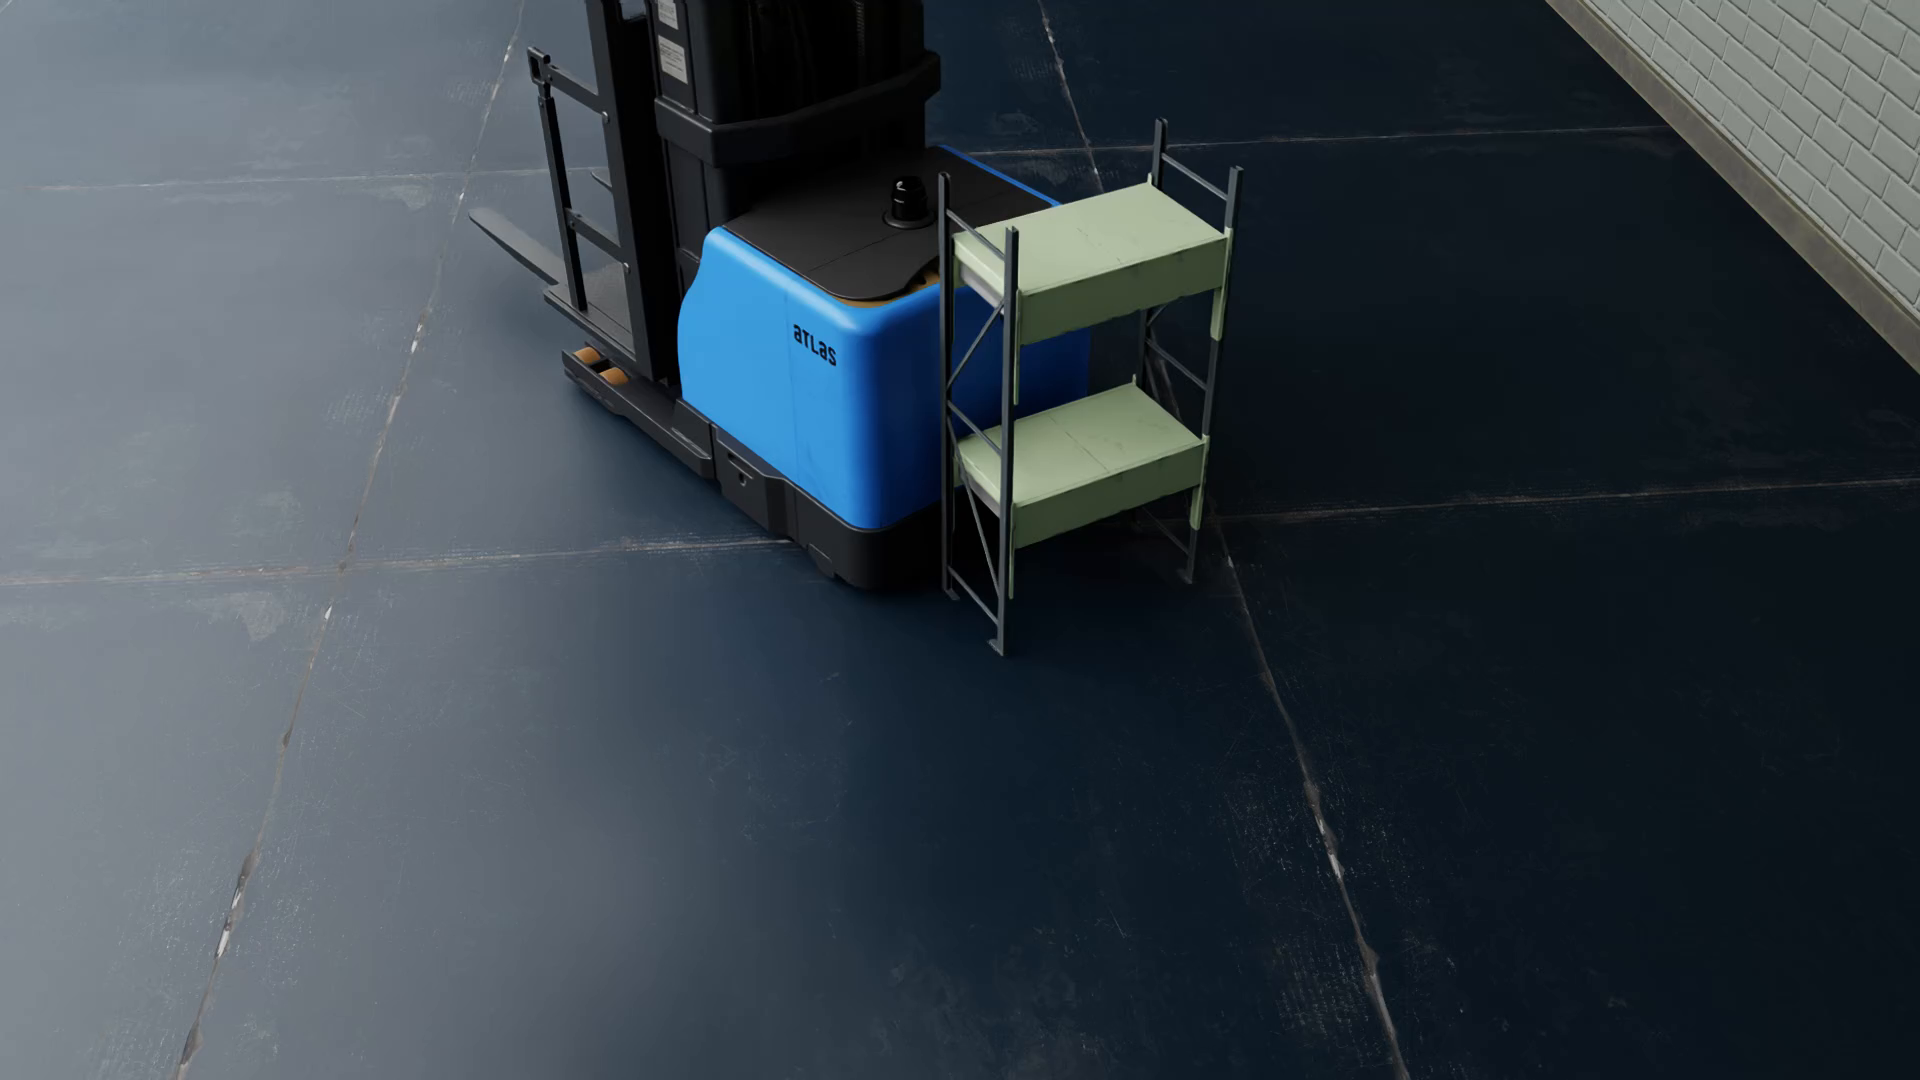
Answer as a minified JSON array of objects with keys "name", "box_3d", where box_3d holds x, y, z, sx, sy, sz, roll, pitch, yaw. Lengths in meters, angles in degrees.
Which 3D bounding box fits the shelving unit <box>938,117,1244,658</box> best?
[{"name":"shelving unit","box_3d":[0.366,-0.437,5.093,0.755,1.500,0.431,-19,42,-23]}]

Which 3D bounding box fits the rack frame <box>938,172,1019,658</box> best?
[{"name":"rack frame","box_3d":[0.047,-0.326,4.952,0.023,1.500,0.400,-19,42,-23]}]

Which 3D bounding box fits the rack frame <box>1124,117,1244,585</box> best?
[{"name":"rack frame","box_3d":[0.685,-0.548,5.234,0.023,1.500,0.400,-19,42,-23]}]

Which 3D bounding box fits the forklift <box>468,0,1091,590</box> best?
[{"name":"forklift","box_3d":[-0.889,-1.825,5.697,1.130,2.935,3.031,-28,46,-31]}]

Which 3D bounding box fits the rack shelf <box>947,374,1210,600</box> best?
[{"name":"rack shelf","box_3d":[0.366,-0.181,5.295,0.720,0.370,0.431,-19,42,-23]}]

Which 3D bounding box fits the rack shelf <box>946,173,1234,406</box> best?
[{"name":"rack shelf","box_3d":[0.366,-0.743,4.851,0.720,0.370,0.431,-19,42,-23]}]
